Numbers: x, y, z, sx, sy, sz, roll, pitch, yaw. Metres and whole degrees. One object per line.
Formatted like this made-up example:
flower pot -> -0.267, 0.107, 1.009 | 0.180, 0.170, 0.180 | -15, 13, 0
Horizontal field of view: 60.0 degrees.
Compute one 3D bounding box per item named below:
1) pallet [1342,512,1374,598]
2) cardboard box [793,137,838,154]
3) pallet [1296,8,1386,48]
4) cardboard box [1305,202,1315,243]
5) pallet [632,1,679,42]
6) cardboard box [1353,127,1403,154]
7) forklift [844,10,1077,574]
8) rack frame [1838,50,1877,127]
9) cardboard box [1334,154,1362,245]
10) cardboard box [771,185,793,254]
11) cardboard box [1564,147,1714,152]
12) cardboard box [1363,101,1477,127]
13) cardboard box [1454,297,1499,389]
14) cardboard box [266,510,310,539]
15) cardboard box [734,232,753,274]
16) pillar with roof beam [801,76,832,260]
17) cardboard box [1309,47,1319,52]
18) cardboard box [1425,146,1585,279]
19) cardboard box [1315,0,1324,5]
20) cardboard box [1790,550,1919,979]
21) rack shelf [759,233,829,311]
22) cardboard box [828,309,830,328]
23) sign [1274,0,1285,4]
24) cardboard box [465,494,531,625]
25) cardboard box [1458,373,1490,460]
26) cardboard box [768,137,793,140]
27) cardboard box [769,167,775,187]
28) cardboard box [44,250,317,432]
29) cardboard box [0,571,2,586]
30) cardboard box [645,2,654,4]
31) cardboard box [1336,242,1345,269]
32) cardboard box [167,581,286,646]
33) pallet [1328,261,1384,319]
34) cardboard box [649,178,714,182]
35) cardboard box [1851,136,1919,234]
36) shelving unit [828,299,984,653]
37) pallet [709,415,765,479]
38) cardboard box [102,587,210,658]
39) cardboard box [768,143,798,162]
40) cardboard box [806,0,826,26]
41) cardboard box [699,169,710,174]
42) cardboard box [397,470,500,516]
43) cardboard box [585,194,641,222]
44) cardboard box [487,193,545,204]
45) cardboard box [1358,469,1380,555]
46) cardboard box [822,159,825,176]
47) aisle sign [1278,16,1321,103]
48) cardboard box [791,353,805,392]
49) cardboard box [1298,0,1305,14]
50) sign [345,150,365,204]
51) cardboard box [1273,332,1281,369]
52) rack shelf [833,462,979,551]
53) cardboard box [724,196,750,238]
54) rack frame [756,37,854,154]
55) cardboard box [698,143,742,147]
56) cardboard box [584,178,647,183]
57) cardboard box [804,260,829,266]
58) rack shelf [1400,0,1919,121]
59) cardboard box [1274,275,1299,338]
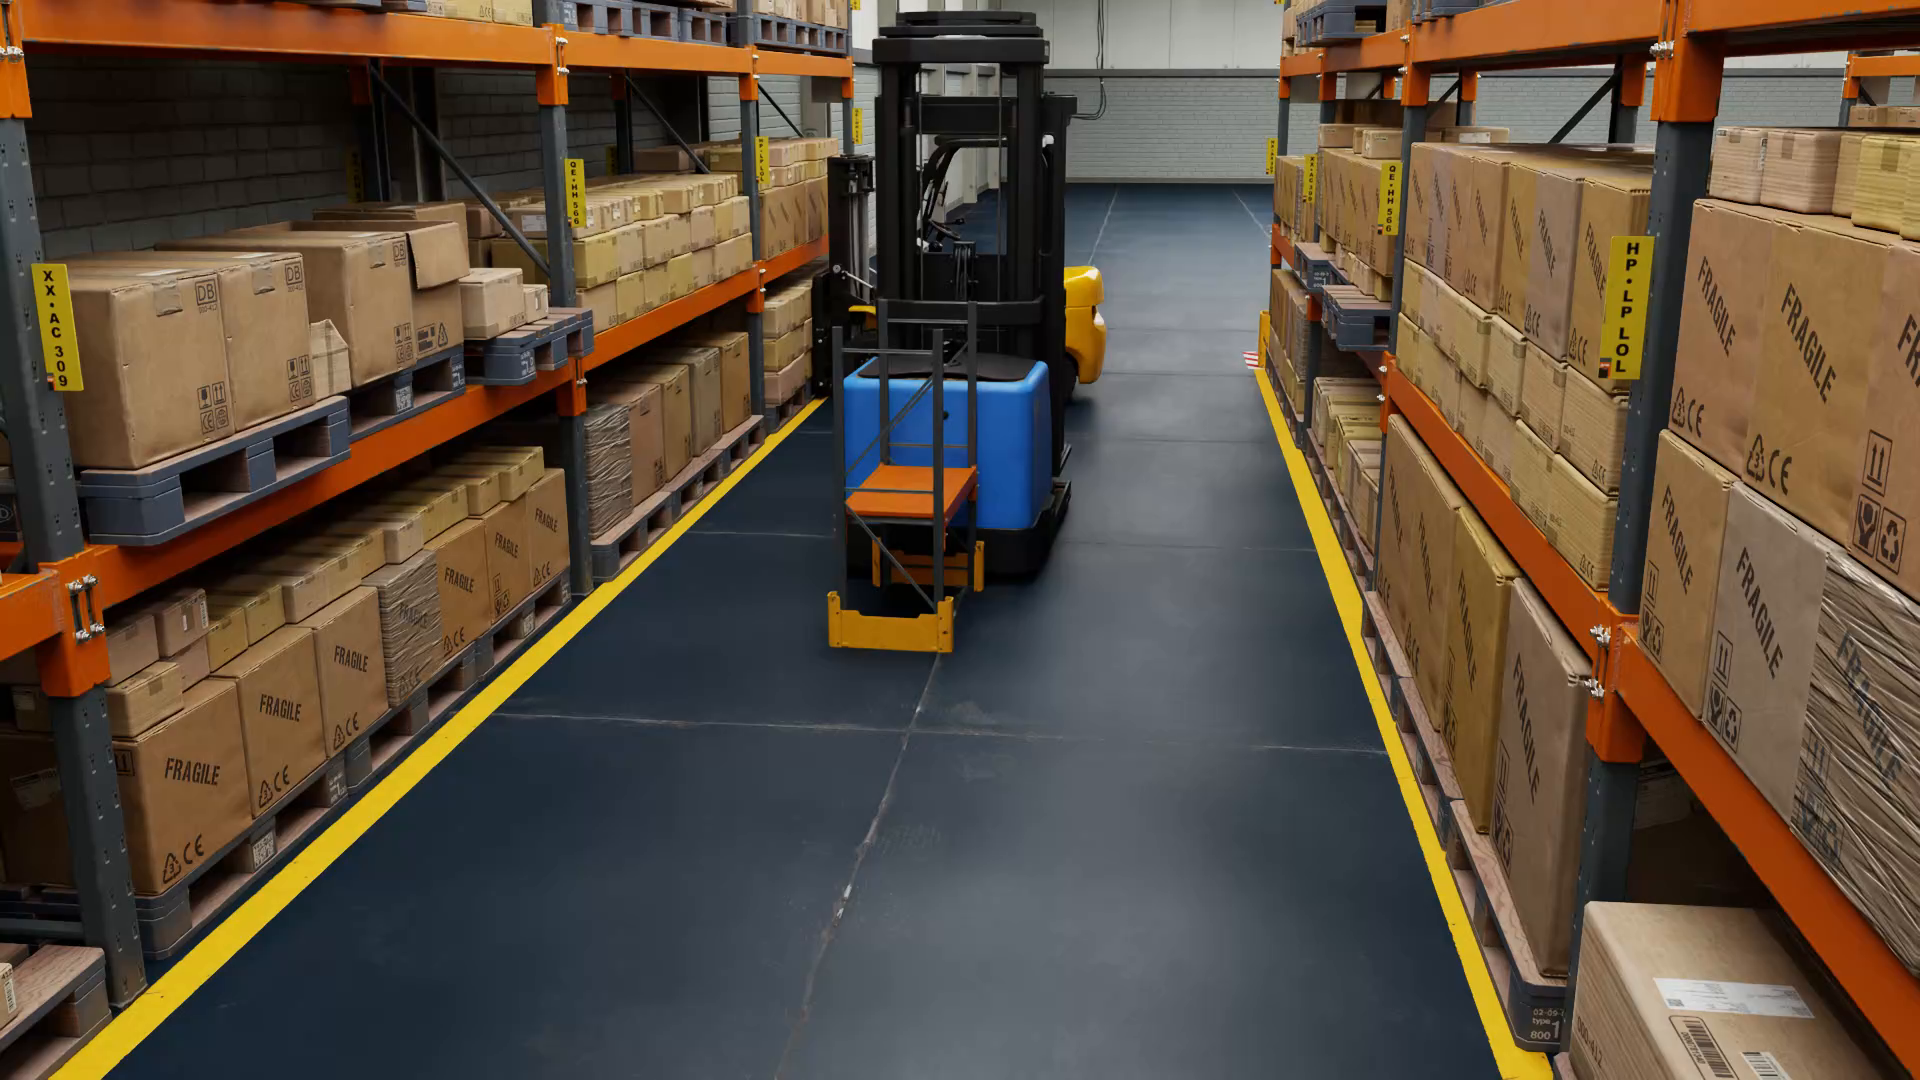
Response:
pallet -> 2.610, 0.110, 8.851 | 1.003, 0.211, 1.213 | 2, 15, 6
cardboard box -> -1.340, -3.660, 15.445 | 0.380, 0.149, 0.250 | 2, 15, 6
pallet -> 2.797, -3.271, 10.627 | 1.213, 0.211, 1.003 | 2, 15, 6
cardboard box -> 2.775, -2.386, 11.976 | 0.500, 0.500, 0.500 | 1, 15, 5
pallet -> -2.301, -3.004, 9.642 | 1.003, 0.211, 1.213 | 2, 15, 9
cardboard box -> 2.547, -2.382, 9.918 | 0.380, 0.149, 0.250 | 3, 15, 9
forklift -> 0.098, -1.576, 9.876 | 1.130, 2.935, 3.031 | 2, 15, 9
rack frame -> 8.353, -2.989, 14.969 | 1.000, 3.000, 0.127 | 2, 15, 6
cardboard box -> 2.462, -1.961, 9.602 | 0.500, 0.500, 0.500 | 1, 15, 4
cardboard box -> -1.609, -2.508, 12.997 | 0.500, 0.500, 0.500 | 2, 15, 7
cardboard box -> 2.672, -1.289, 6.577 | 0.500, 0.500, 0.500 | 2, 15, 7
cardboard box -> 3.237, -2.853, 11.791 | 0.700, 0.500, 0.500 | 2, 15, 6
cardboard box -> 2.020, -0.684, 5.776 | 0.500, 0.250, 0.500 | 2, 15, 7
cardboard box -> -2.873, -0.025, 6.750 | 0.380, 0.149, 0.250 | 2, 15, 7
cardboard box -> -1.757, -2.005, 11.620 | 0.500, 0.250, 0.500 | 2, 15, 8
pillar with roof beam -> 2.471, -7.425, 19.882 | 9.100, 9.000, 0.400 | 2, 15, 6
cardboard box -> 2.835, -3.755, 12.537 | 0.380, 0.149, 0.250 | 2, 15, 8
cardboard box -> 2.176, -1.315, 6.671 | 0.500, 0.500, 0.500 | 2, 15, 6
cardboard box -> 2.451, -3.378, 10.145 | 0.500, 0.250, 0.500 | 1, 15, 6
cardboard box -> 1.633, 0.329, 2.508 | 0.500, 0.500, 0.500 | 2, 15, 7
rack shelf -> -1.735, -2.388, 14.124 | 1.077, 0.370, 4.000 | 2, 15, 6
cardboard box -> -1.358, -1.971, 14.709 | 0.500, 0.250, 0.500 | 1, 15, 5
sign -> 2.884, -4.994, 14.965 | 0.100, 0.325, 0.005 | 2, 15, 6
cardboard box -> -2.313, 0.071, 7.639 | 0.500, 0.500, 0.500 | 1, 15, 5
cardboard box -> 2.058, -0.444, 5.845 | 0.500, 0.250, 0.500 | 2, 15, 6
cardboard box -> -1.759, -3.678, 15.513 | 0.380, 0.149, 0.250 | 1, 15, 5
cardboard box -> -1.634, -2.788, 12.793 | 0.380, 0.149, 0.250 | 2, 15, 6
cardboard box -> -2.528, -0.646, 5.307 | 0.700, 0.500, 0.500 | 2, 15, 7
cardboard box -> -2.648, 0.070, 4.138 | 0.380, 0.149, 0.250 | 2, 15, 7
cardboard box -> -2.160, -3.511, 10.639 | 0.380, 0.149, 0.250 | 2, 15, 6
cardboard box -> 2.421, -1.681, 9.810 | 0.380, 0.149, 0.250 | 2, 15, 8
cardboard box -> -2.569, 0.252, 5.726 | 0.380, 0.149, 0.250 | 1, 15, 5
pallet -> 2.703, -1.456, 9.666 | 1.003, 0.211, 1.213 | 2, 15, 6
cardboard box -> -1.869, -2.353, 11.184 | 0.380, 0.149, 0.250 | 2, 15, 6
cardboard box -> 1.687, -0.569, 2.670 | 0.380, 0.149, 0.250 | 2, 15, 6
shelving unit -> -0.245, -0.349, 8.078 | 0.587, 1.500, 1.083 | 2, 15, 9
pallet -> -2.005, -0.678, 11.765 | 1.003, 0.211, 1.213 | 2, 15, 6
cardboard box -> -2.577, 0.252, 5.156 | 0.380, 0.149, 0.250 | 1, 15, 4
cardboard box -> -1.553, -3.197, 13.734 | 0.380, 0.149, 0.250 | 2, 15, 6
cardboard box -> -1.532, -4.616, 14.053 | 0.700, 0.500, 0.500 | 2, 15, 7
cardboard box -> -2.147, -2.803, 12.847 | 0.380, 0.149, 0.250 | 2, 15, 8
cardboard box -> -2.289, -0.214, 7.448 | 0.380, 0.149, 0.250 | 1, 15, 4
cardboard box -> -2.035, -1.885, 9.453 | 0.380, 0.149, 0.250 | 2, 15, 7
cardboard box -> -2.503, -1.898, 9.502 | 0.380, 0.149, 0.250 | 2, 15, 6
cardboard box -> 2.594, -0.114, 8.567 | 0.950, 0.372, 0.625 | 1, 15, 2
cardboard box -> -1.382, -3.250, 14.499 | 0.380, 0.149, 0.250 | 1, 15, 4
aisle sign -> 3.122, -4.389, 15.165 | 0.394, 0.787, 0.004 | 2, 15, 6
cardboard box -> -1.535, -1.340, 13.333 | 0.500, 0.250, 0.500 | 1, 15, 5
cardboard box -> 2.924, -4.108, 13.078 | 0.500, 0.250, 0.500 | 2, 15, 7
sign -> -2.964, -1.753, 8.181 | 0.100, 0.325, 0.005 | 2, 15, 6
cardboard box -> 2.992, -1.651, 14.483 | 0.500, 0.250, 0.500 | 2, 15, 8
rack shelf -> -0.244, -0.177, 8.133 | 0.538, 0.185, 1.000 | 2, 15, 9
cardboard box -> -1.762, -2.250, 11.567 | 0.500, 0.250, 0.500 | 1, 15, 5
rack frame -> -1.509, -3.254, 15.949 | 1.000, 3.000, 0.127 | 2, 15, 6
cardboard box -> -1.988, -3.209, 13.779 | 0.380, 0.149, 0.250 | 2, 15, 8
cardboard box -> -2.325, -2.360, 11.209 | 0.380, 0.149, 0.250 | 2, 15, 6
cardboard box -> -1.251, -2.483, 15.646 | 0.500, 0.250, 0.500 | 2, 15, 8
rack shelf -> 2.295, -1.616, 5.522 | 1.077, 0.370, 4.000 | 2, 15, 6
cardboard box -> 3.001, -2.003, 14.349 | 0.500, 0.500, 0.500 | 1, 15, 4
